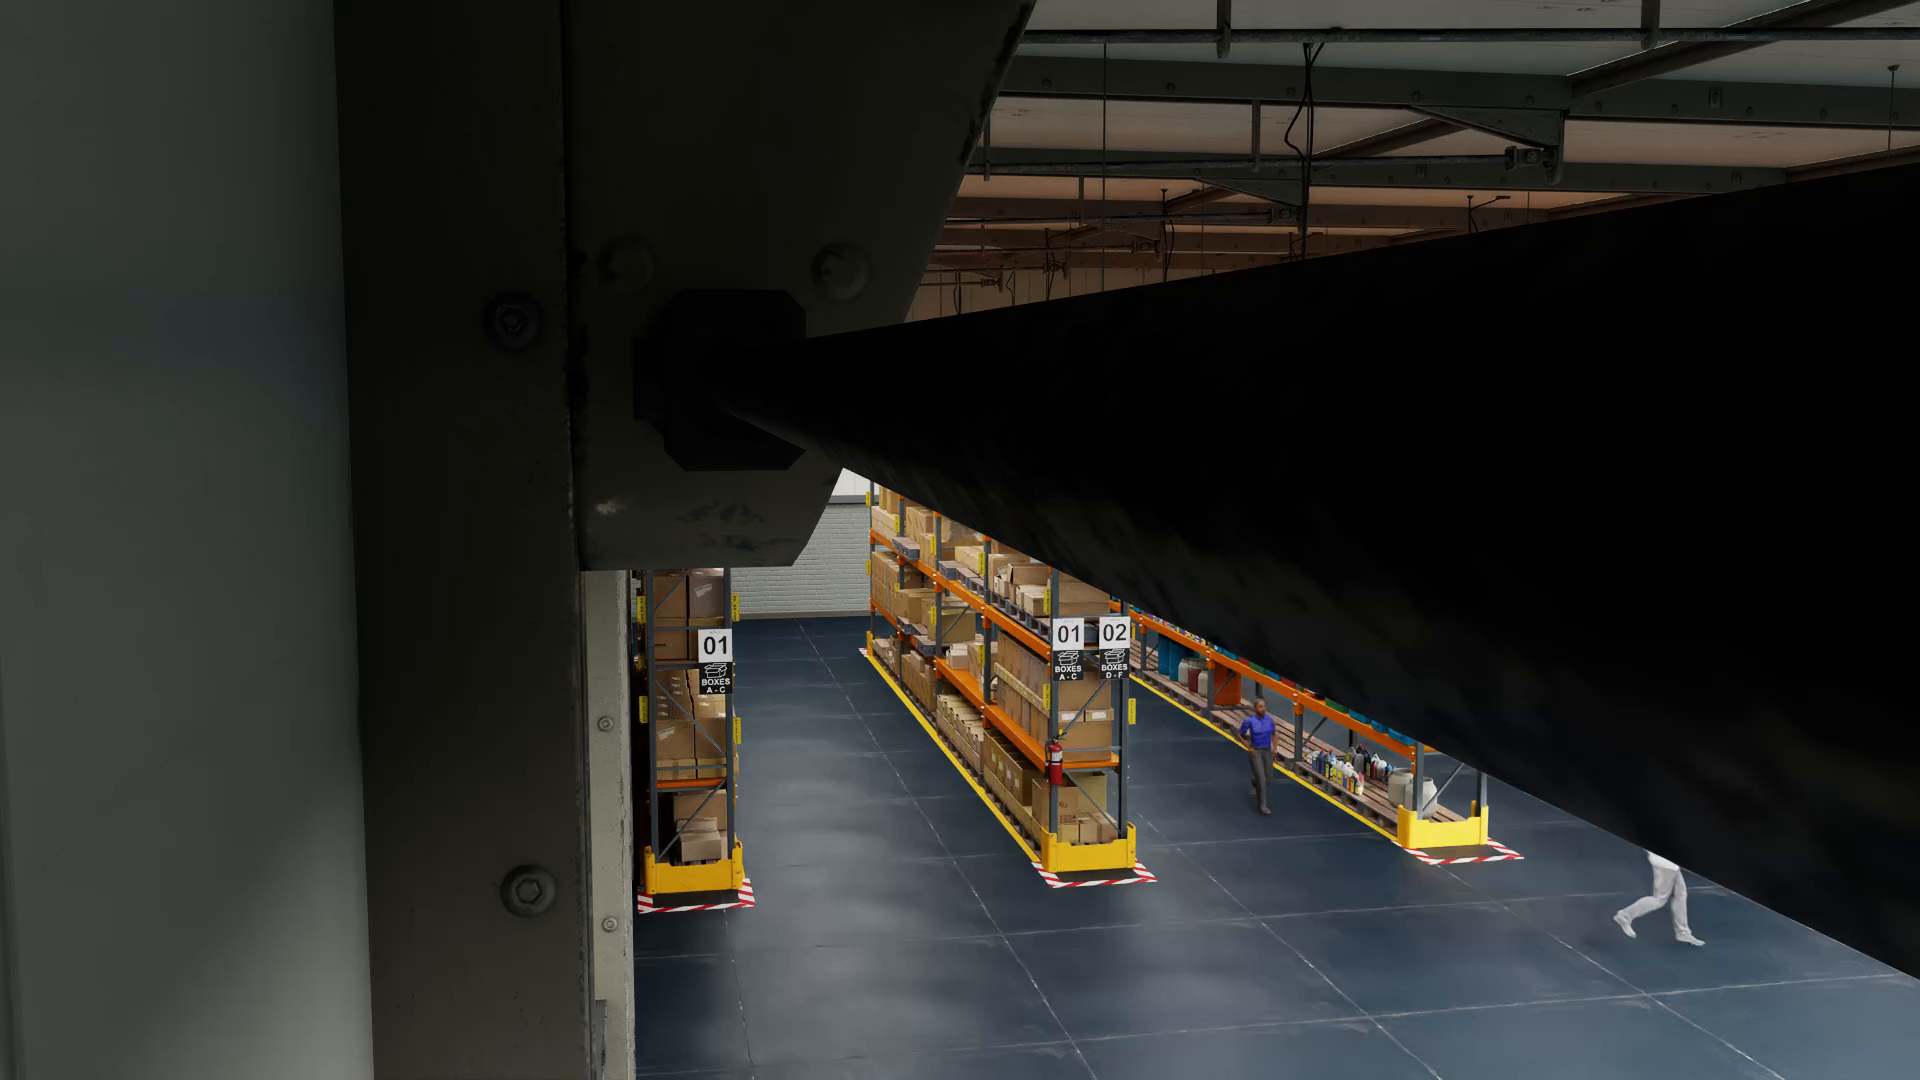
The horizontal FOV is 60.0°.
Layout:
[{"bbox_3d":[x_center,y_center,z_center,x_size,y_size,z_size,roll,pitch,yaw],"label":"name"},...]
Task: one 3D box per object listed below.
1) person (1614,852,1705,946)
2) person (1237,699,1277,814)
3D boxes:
[{"bbox_3d":[7.676,3.556,18.194,0.975,1.771,0.710,2,6,14],"label":"person"},{"bbox_3d":[4.251,3.050,23.711,0.598,1.607,0.719,-2,6,-15],"label":"person"}]
